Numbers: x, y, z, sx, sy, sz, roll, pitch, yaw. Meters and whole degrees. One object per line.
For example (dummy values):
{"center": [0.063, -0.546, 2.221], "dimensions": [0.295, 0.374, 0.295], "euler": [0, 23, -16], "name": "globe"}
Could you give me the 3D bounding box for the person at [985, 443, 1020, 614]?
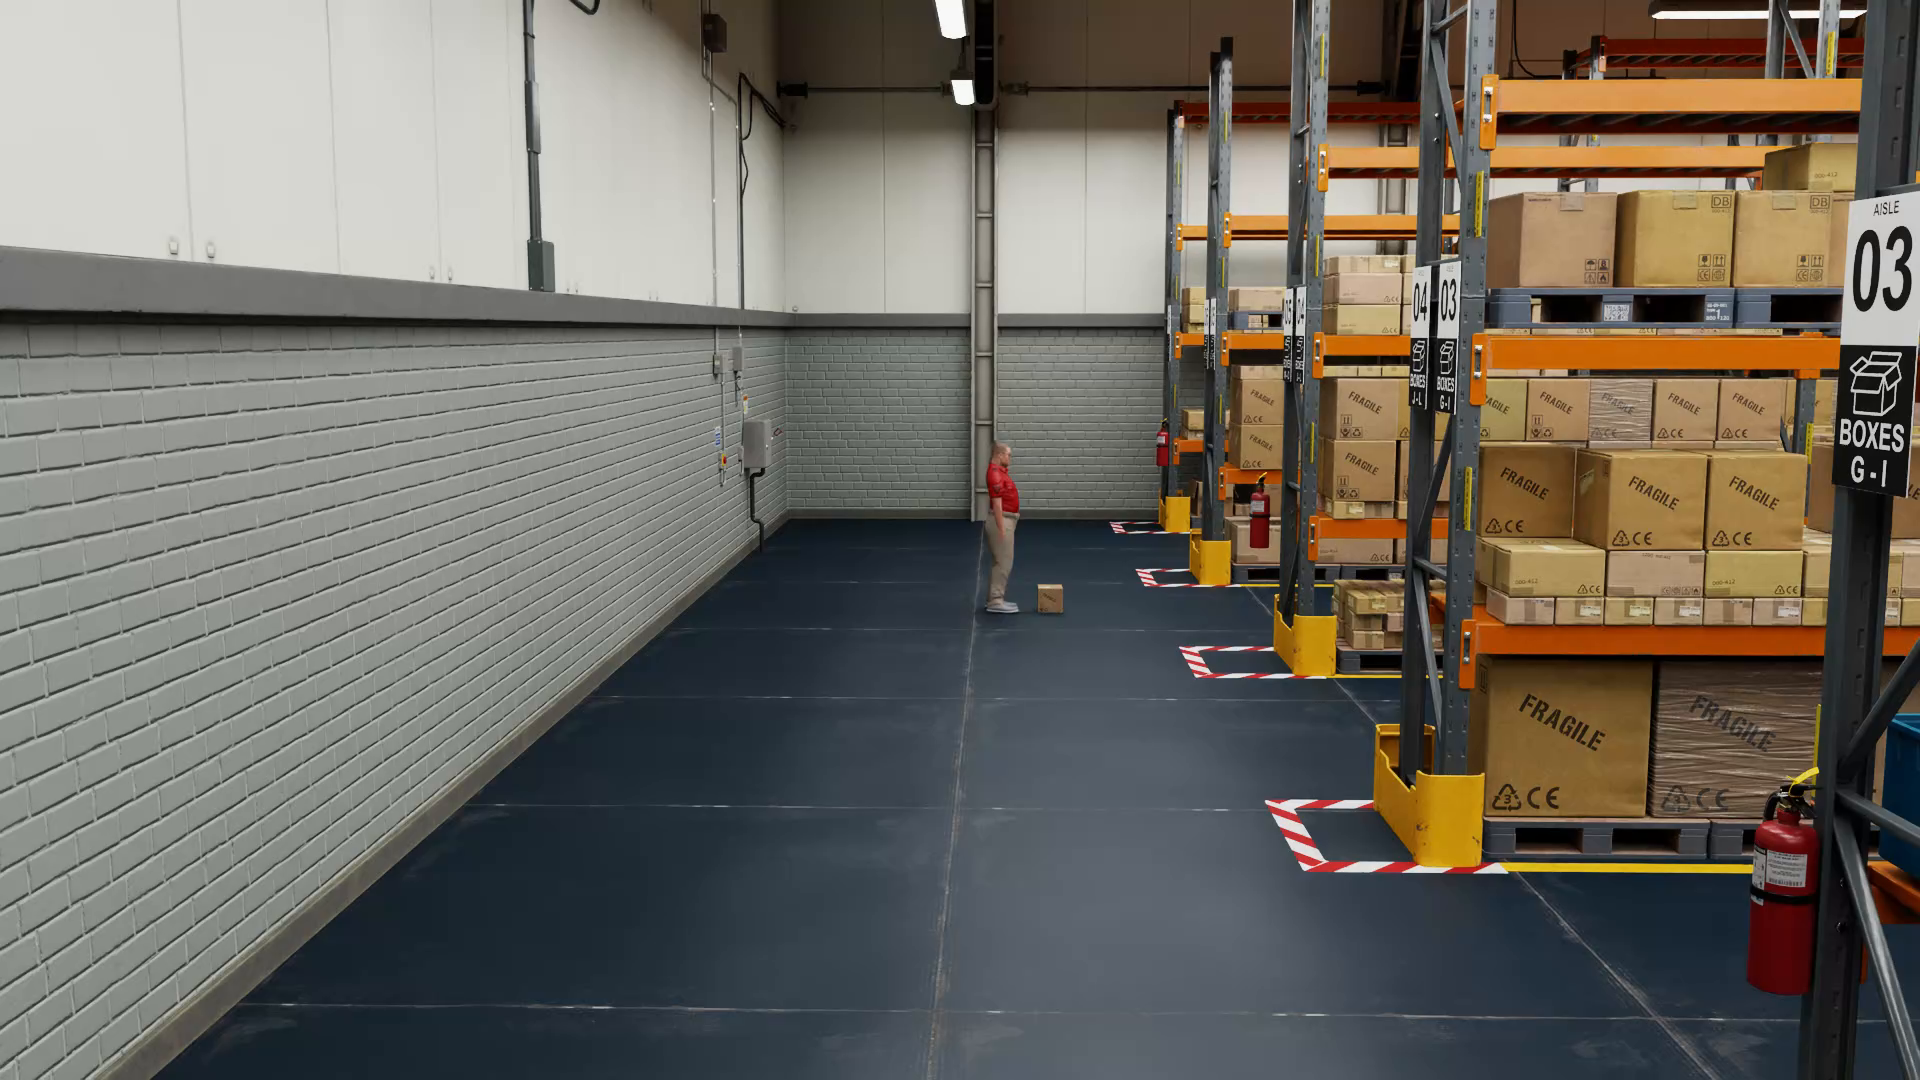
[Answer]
{"center": [0.433, -0.131, 16.920], "dimensions": [0.359, 1.721, 0.529], "euler": [0, 7, 2], "name": "person"}
